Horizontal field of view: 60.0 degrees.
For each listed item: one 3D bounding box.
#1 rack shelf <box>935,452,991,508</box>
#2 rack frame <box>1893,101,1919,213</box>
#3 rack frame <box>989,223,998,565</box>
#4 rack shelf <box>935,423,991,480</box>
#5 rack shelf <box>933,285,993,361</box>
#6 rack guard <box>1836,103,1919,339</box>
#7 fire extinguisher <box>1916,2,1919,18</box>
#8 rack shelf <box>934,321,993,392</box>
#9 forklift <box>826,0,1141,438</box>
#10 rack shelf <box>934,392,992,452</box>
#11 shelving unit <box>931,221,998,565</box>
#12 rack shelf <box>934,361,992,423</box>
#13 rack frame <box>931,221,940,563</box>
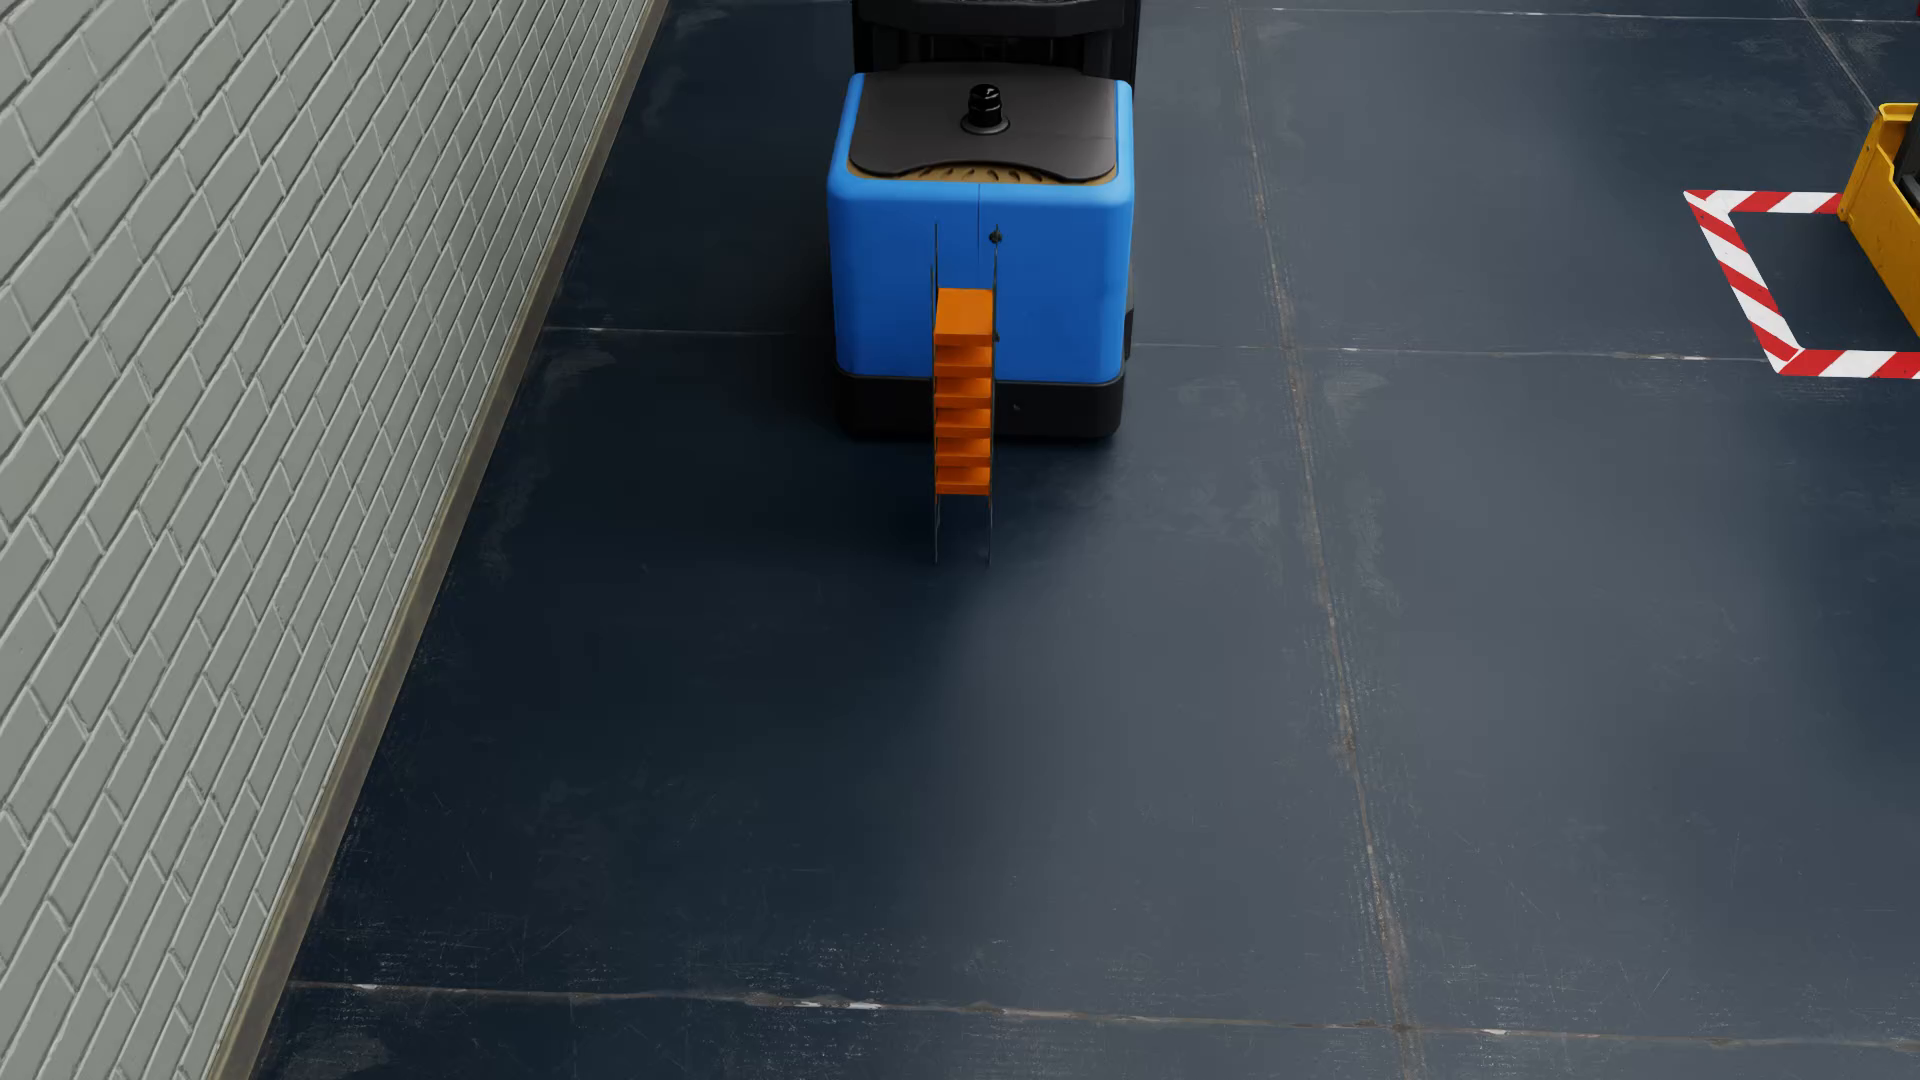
[{"bbox_3d":[0.014,-0.230,5.534,0.180,0.103,0.258,2,43,2],"label":"rack shelf"},{"bbox_3d":[4.014,-2.174,5.883,0.127,3.000,1.000,2,43,2],"label":"rack frame"},{"bbox_3d":[0.106,-0.436,5.338,0.006,1.200,0.240,2,43,2],"label":"rack frame"},{"bbox_3d":[0.014,-0.318,5.453,0.180,0.103,0.258,2,43,2],"label":"rack shelf"},{"bbox_3d":[0.014,-0.669,5.125,0.180,0.103,0.258,2,43,2],"label":"rack shelf"},{"bbox_3d":[3.989,-1.251,6.726,0.348,0.500,1.175,2,43,2],"label":"rack guard"},{"bbox_3d":[3.884,-2.323,6.374,0.183,0.674,0.296,2,43,2],"label":"fire extinguisher"},{"bbox_3d":[0.014,-0.582,5.207,0.180,0.103,0.258,2,43,2],"label":"rack shelf"},{"bbox_3d":[0.151,-2.436,6.215,1.130,2.935,3.031,2,43,3],"label":"forklift"},{"bbox_3d":[0.014,-0.406,5.371,0.180,0.103,0.258,2,43,2],"label":"rack shelf"},{"bbox_3d":[0.014,-0.439,5.341,0.189,1.200,0.258,2,43,2],"label":"shelving unit"},{"bbox_3d":[0.014,-0.494,5.289,0.180,0.103,0.258,2,43,2],"label":"rack shelf"},{"bbox_3d":[-0.077,-0.441,5.344,0.006,1.200,0.240,2,43,2],"label":"rack frame"}]
